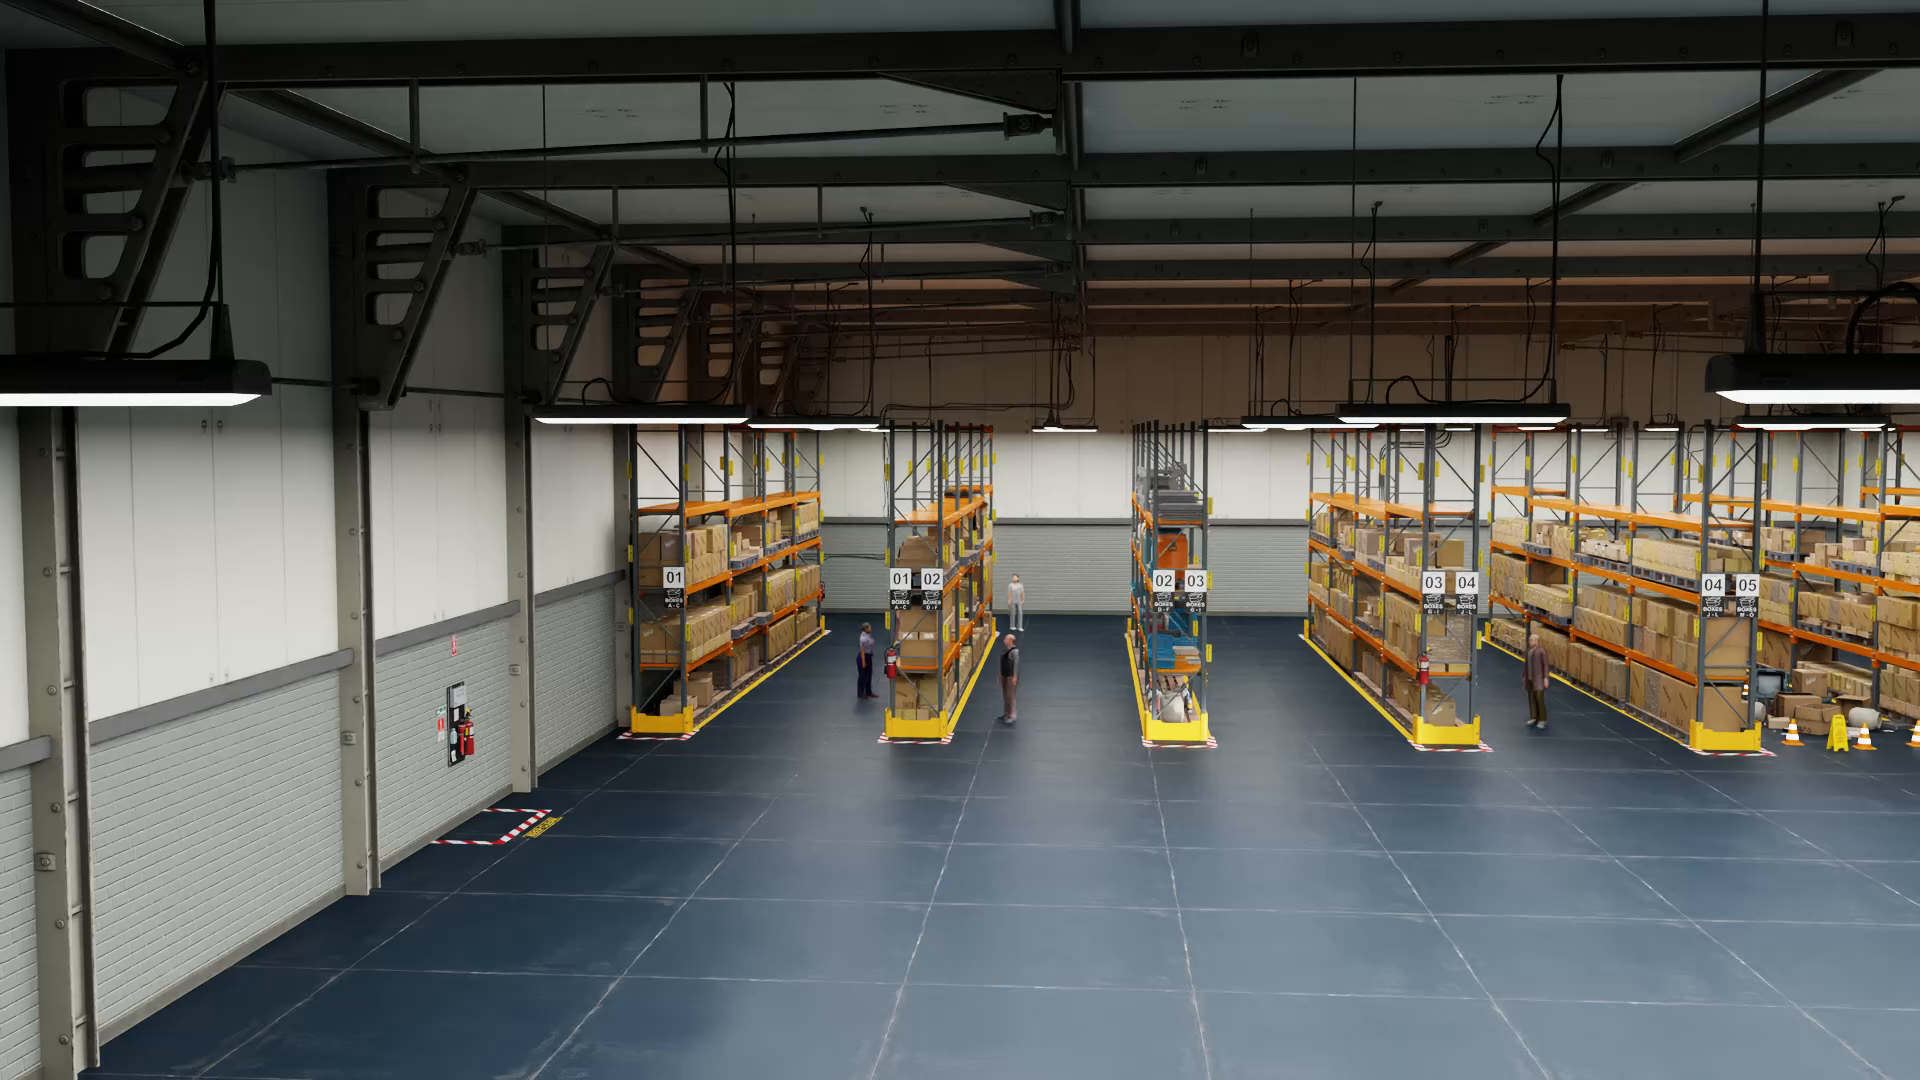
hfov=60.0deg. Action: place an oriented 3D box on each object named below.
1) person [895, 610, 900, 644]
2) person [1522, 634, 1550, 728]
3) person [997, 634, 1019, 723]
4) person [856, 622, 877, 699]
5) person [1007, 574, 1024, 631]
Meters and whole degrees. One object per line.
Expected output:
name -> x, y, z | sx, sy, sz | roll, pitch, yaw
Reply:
person -> -1.524, 2.009, 44.812 | 0.505, 1.683, 0.469 | 1, 4, 16
person -> 11.310, 2.823, 32.756 | 0.401, 1.725, 0.657 | -1, 4, -22
person -> 0.953, 2.758, 33.261 | 0.400, 1.738, 0.567 | -1, 4, -22
person -> -2.037, 2.615, 36.115 | 0.432, 1.665, 0.496 | 1, 4, 8
person -> 1.613, 1.828, 48.684 | 0.524, 1.671, 0.475 | -1, 4, -21
